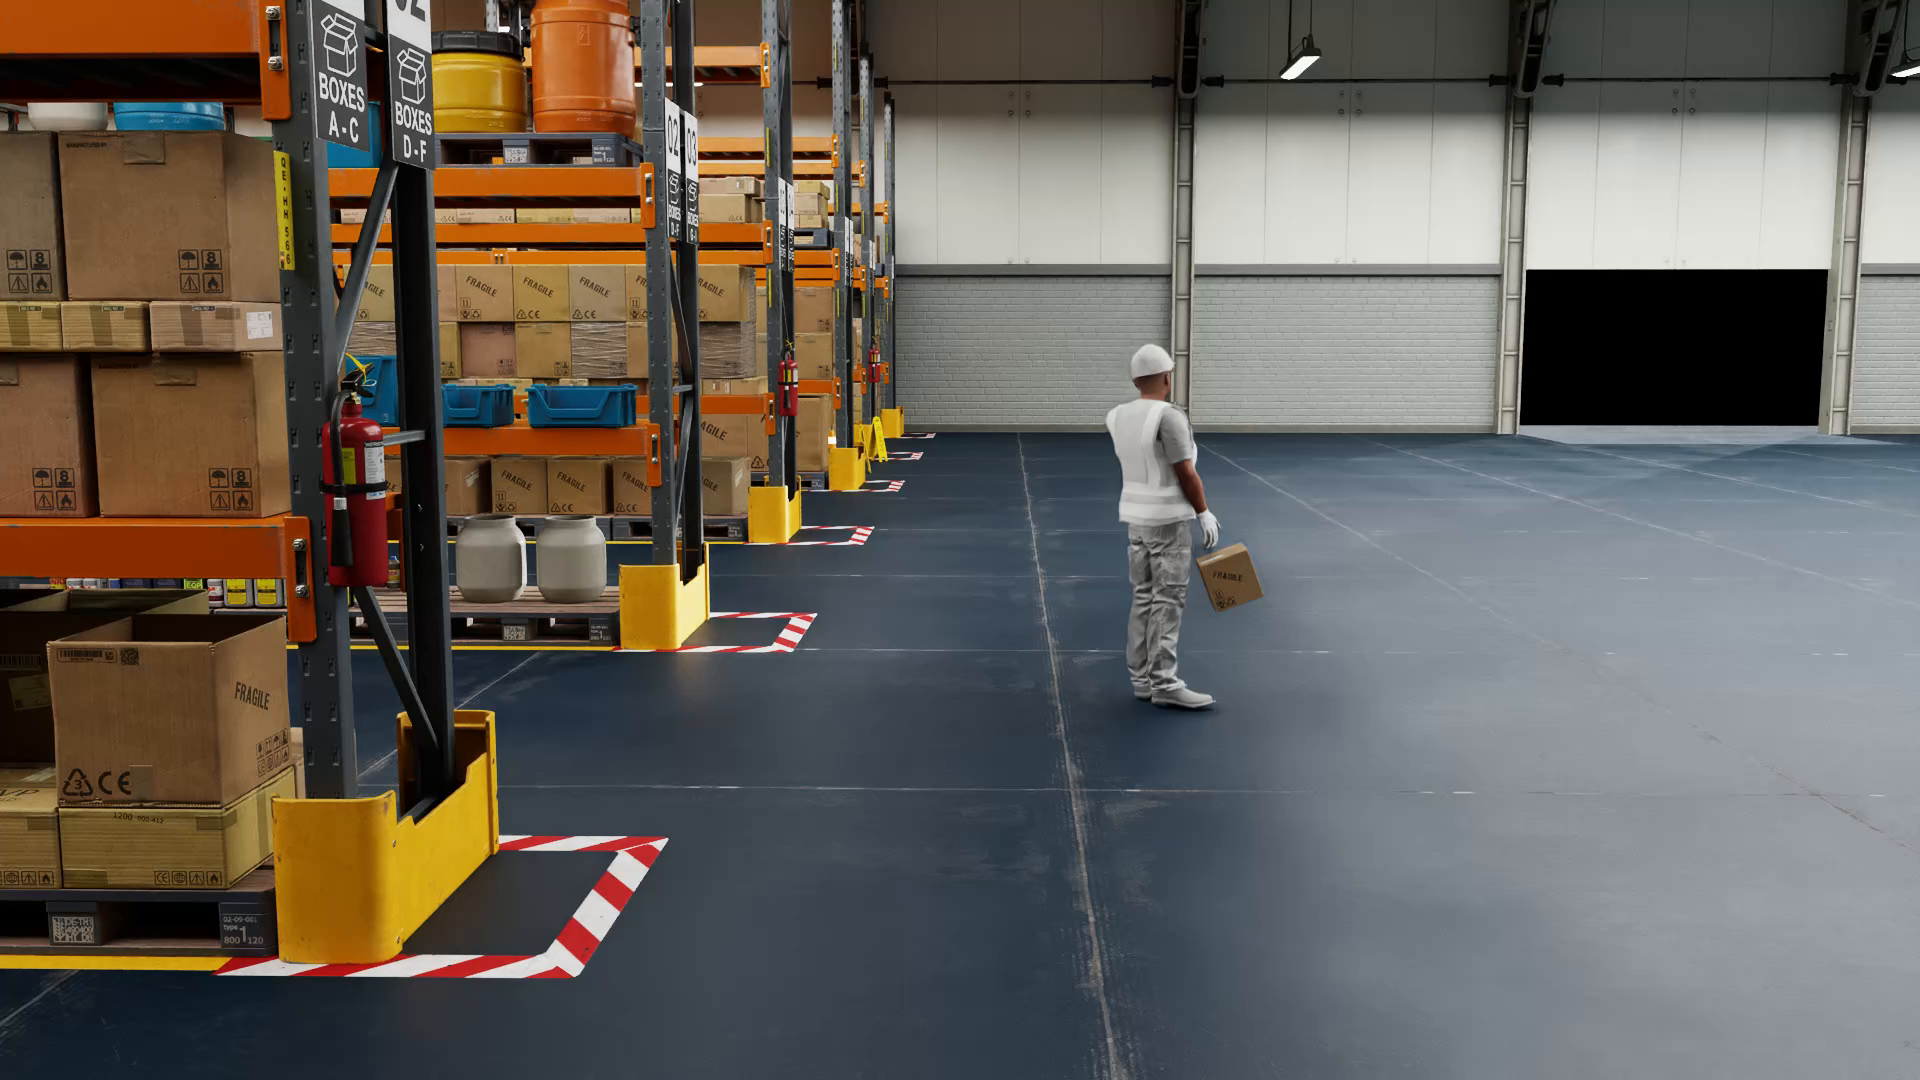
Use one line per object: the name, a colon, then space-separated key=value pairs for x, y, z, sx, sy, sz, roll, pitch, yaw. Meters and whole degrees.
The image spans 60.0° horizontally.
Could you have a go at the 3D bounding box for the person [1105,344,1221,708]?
person: x=1.035 y=-0.085 z=8.365 sx=0.432 sy=1.788 sz=0.613 roll=-4 pitch=8 yaw=-27
